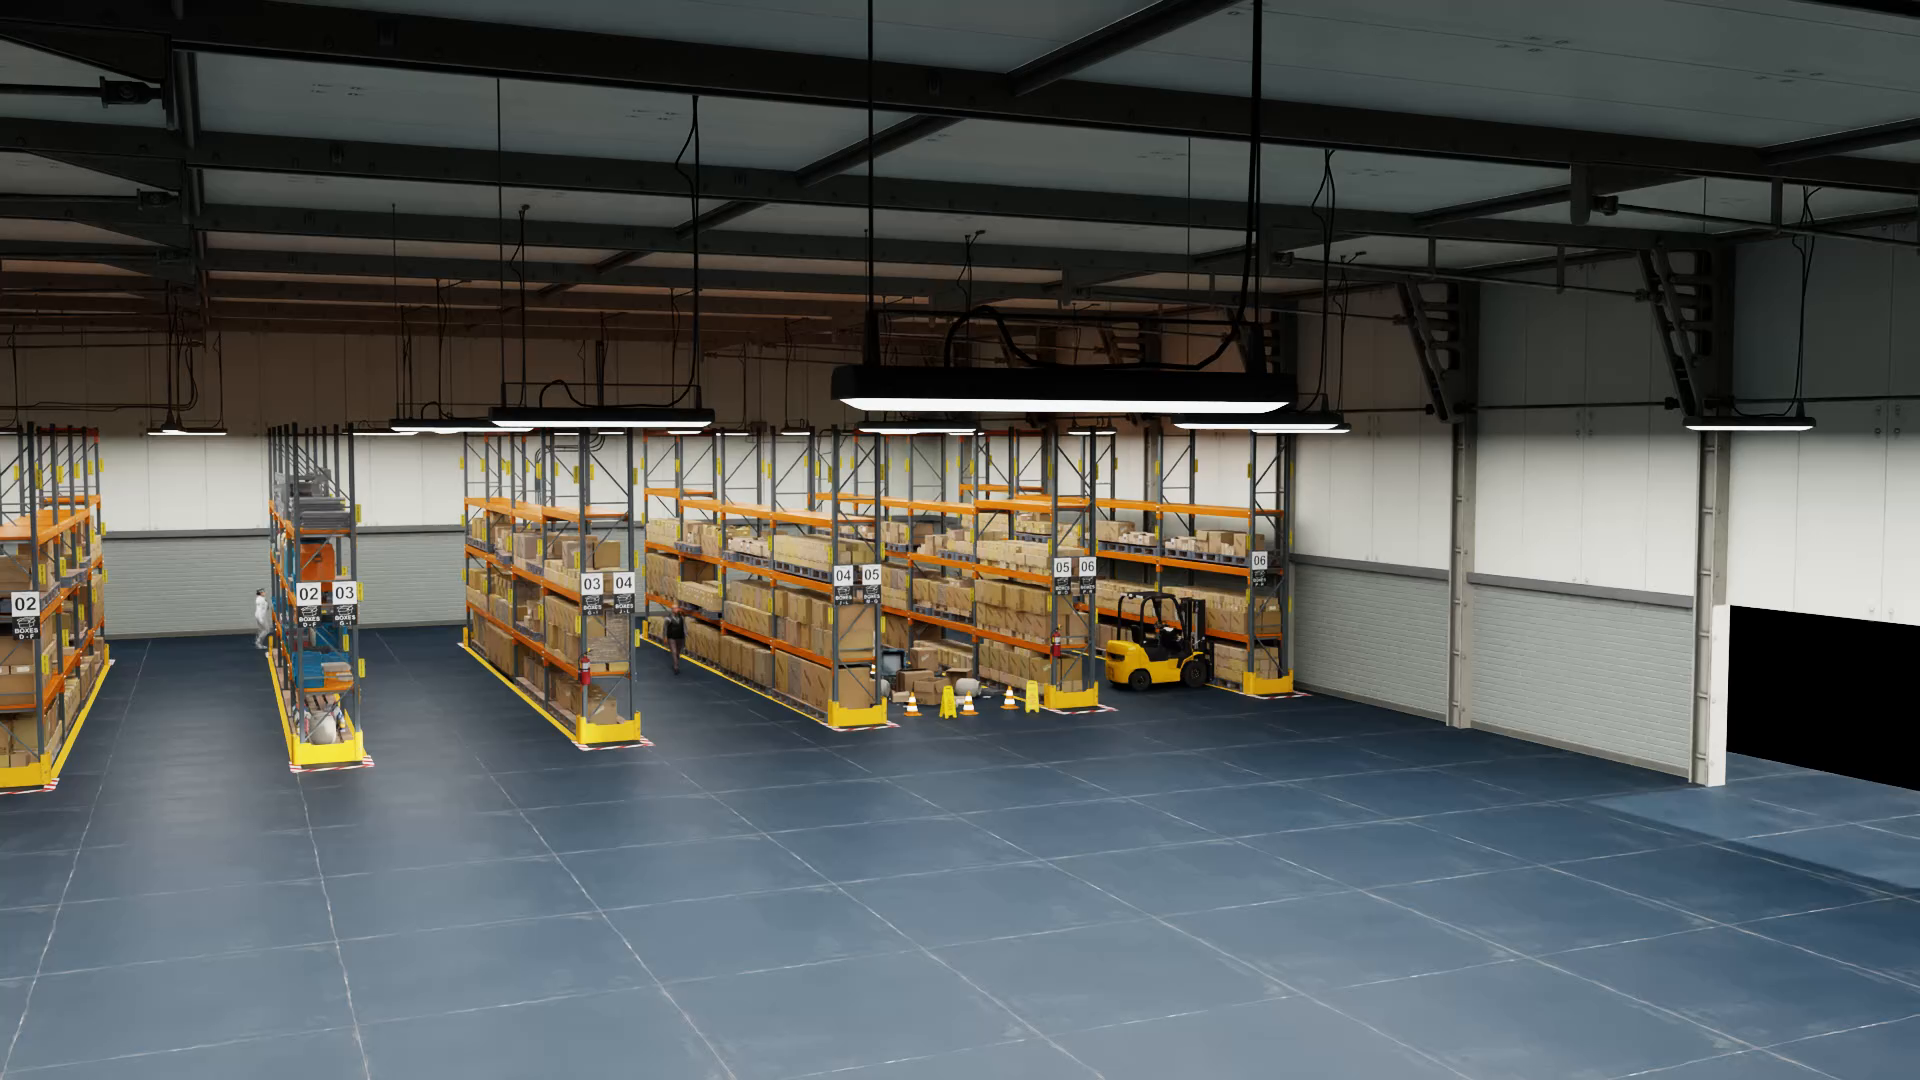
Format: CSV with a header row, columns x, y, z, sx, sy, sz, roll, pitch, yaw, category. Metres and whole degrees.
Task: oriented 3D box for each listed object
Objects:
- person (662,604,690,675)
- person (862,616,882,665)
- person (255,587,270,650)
x,y,z,sx,sy,sz,roll,pitch,yaw,category
-6.915,2.402,40.491,0.622,1.667,1.068,-2,4,-26,person
-2.256,2.254,42.065,0.620,1.784,0.518,-2,4,-26,person
-18.933,2.117,45.110,0.393,1.690,0.510,-2,4,-23,person
